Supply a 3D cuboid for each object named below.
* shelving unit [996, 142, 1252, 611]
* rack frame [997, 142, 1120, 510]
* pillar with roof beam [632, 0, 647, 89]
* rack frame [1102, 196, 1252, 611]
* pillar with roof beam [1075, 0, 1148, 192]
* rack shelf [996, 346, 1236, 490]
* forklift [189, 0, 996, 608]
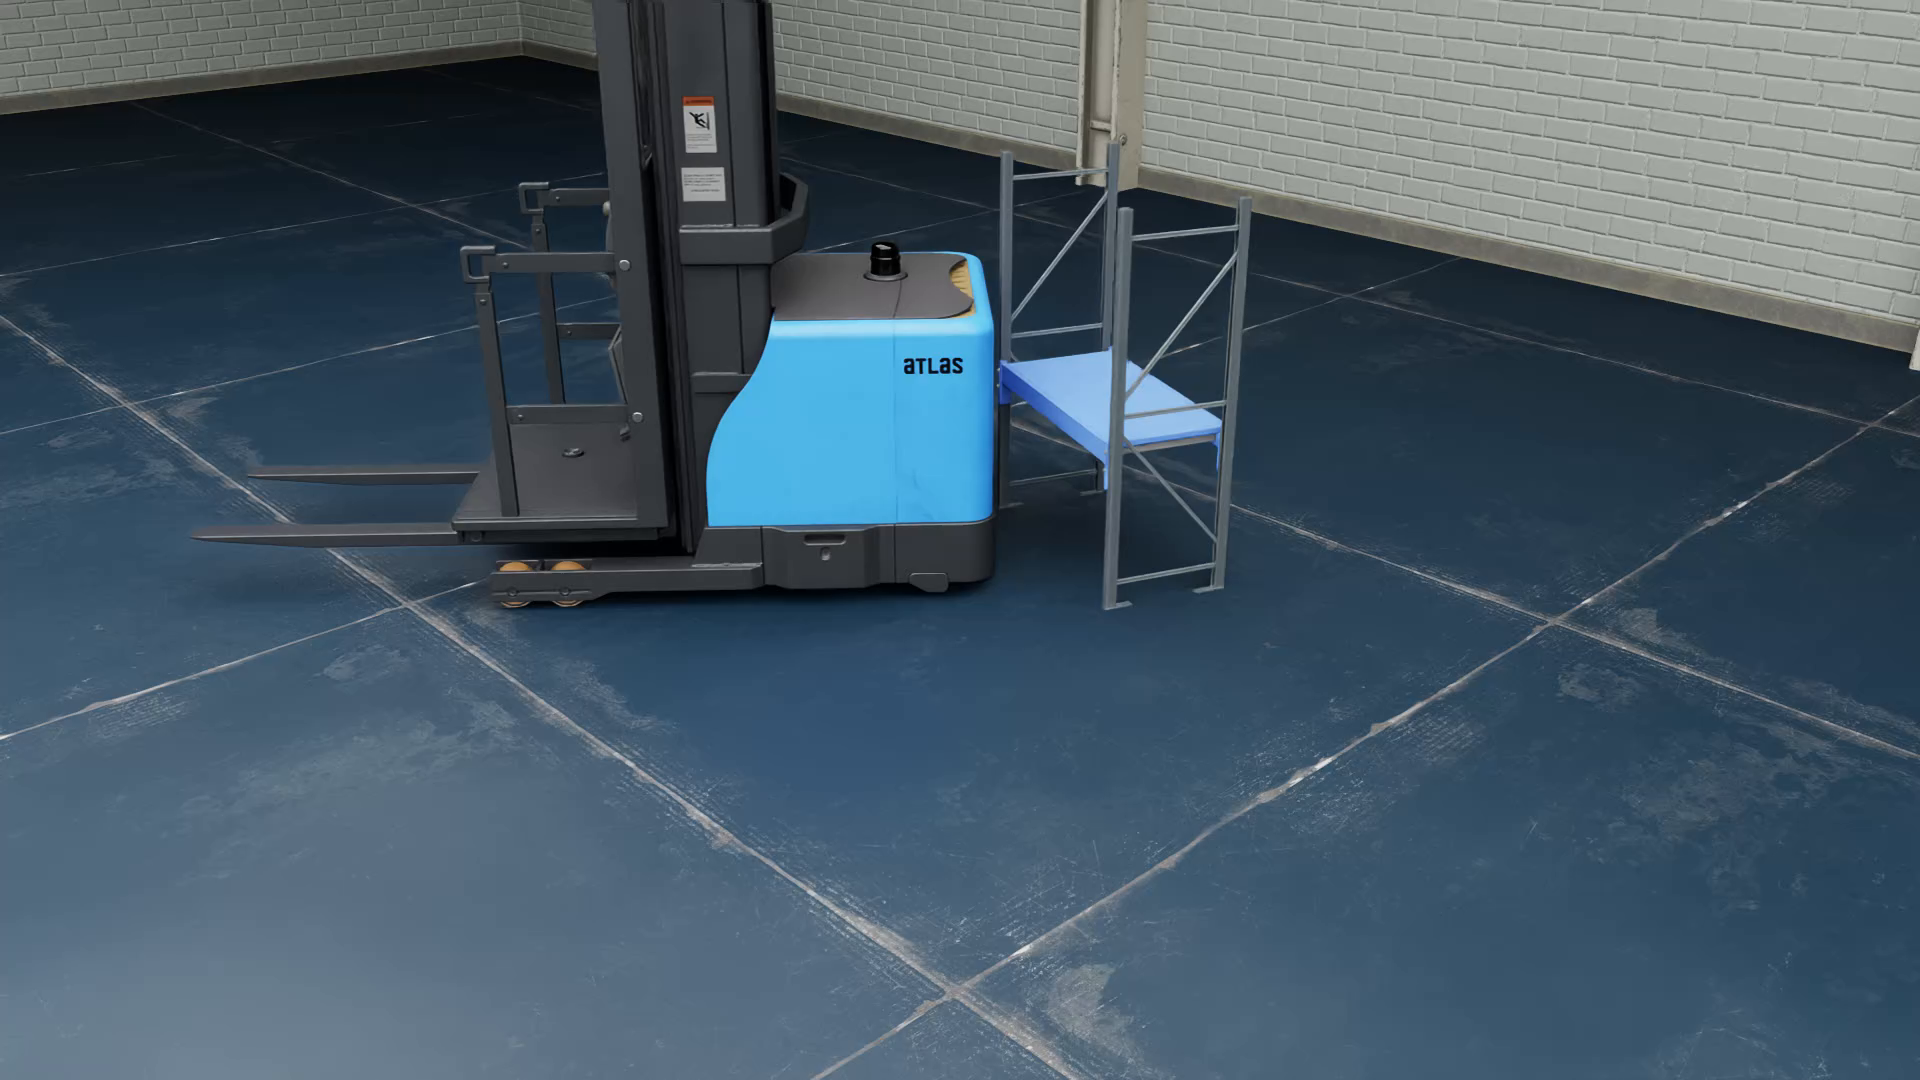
[{"bbox_3d":[0.581,-0.658,6.385,0.538,1.500,1.048,-9,26,-20],"label":"shelving unit"},{"bbox_3d":[0.394,-0.854,6.816,0.500,1.500,0.032,-9,26,-20],"label":"rack frame"},{"bbox_3d":[-6.118,-7.394,12.117,9.100,9.000,0.400,-21,32,-38],"label":"pillar with roof beam"},{"bbox_3d":[0.767,-0.462,5.955,0.500,1.500,0.032,-9,26,-20],"label":"rack frame"},{"bbox_3d":[-2.017,-5.577,8.132,9.100,9.000,0.400,-21,32,-38],"label":"pillar with roof beam"},{"bbox_3d":[0.581,-0.494,6.460,0.538,0.185,1.000,-9,26,-20],"label":"rack shelf"},{"bbox_3d":[-1.396,-1.305,6.080,3.031,2.935,1.130,-1,25,-2],"label":"forklift"}]
